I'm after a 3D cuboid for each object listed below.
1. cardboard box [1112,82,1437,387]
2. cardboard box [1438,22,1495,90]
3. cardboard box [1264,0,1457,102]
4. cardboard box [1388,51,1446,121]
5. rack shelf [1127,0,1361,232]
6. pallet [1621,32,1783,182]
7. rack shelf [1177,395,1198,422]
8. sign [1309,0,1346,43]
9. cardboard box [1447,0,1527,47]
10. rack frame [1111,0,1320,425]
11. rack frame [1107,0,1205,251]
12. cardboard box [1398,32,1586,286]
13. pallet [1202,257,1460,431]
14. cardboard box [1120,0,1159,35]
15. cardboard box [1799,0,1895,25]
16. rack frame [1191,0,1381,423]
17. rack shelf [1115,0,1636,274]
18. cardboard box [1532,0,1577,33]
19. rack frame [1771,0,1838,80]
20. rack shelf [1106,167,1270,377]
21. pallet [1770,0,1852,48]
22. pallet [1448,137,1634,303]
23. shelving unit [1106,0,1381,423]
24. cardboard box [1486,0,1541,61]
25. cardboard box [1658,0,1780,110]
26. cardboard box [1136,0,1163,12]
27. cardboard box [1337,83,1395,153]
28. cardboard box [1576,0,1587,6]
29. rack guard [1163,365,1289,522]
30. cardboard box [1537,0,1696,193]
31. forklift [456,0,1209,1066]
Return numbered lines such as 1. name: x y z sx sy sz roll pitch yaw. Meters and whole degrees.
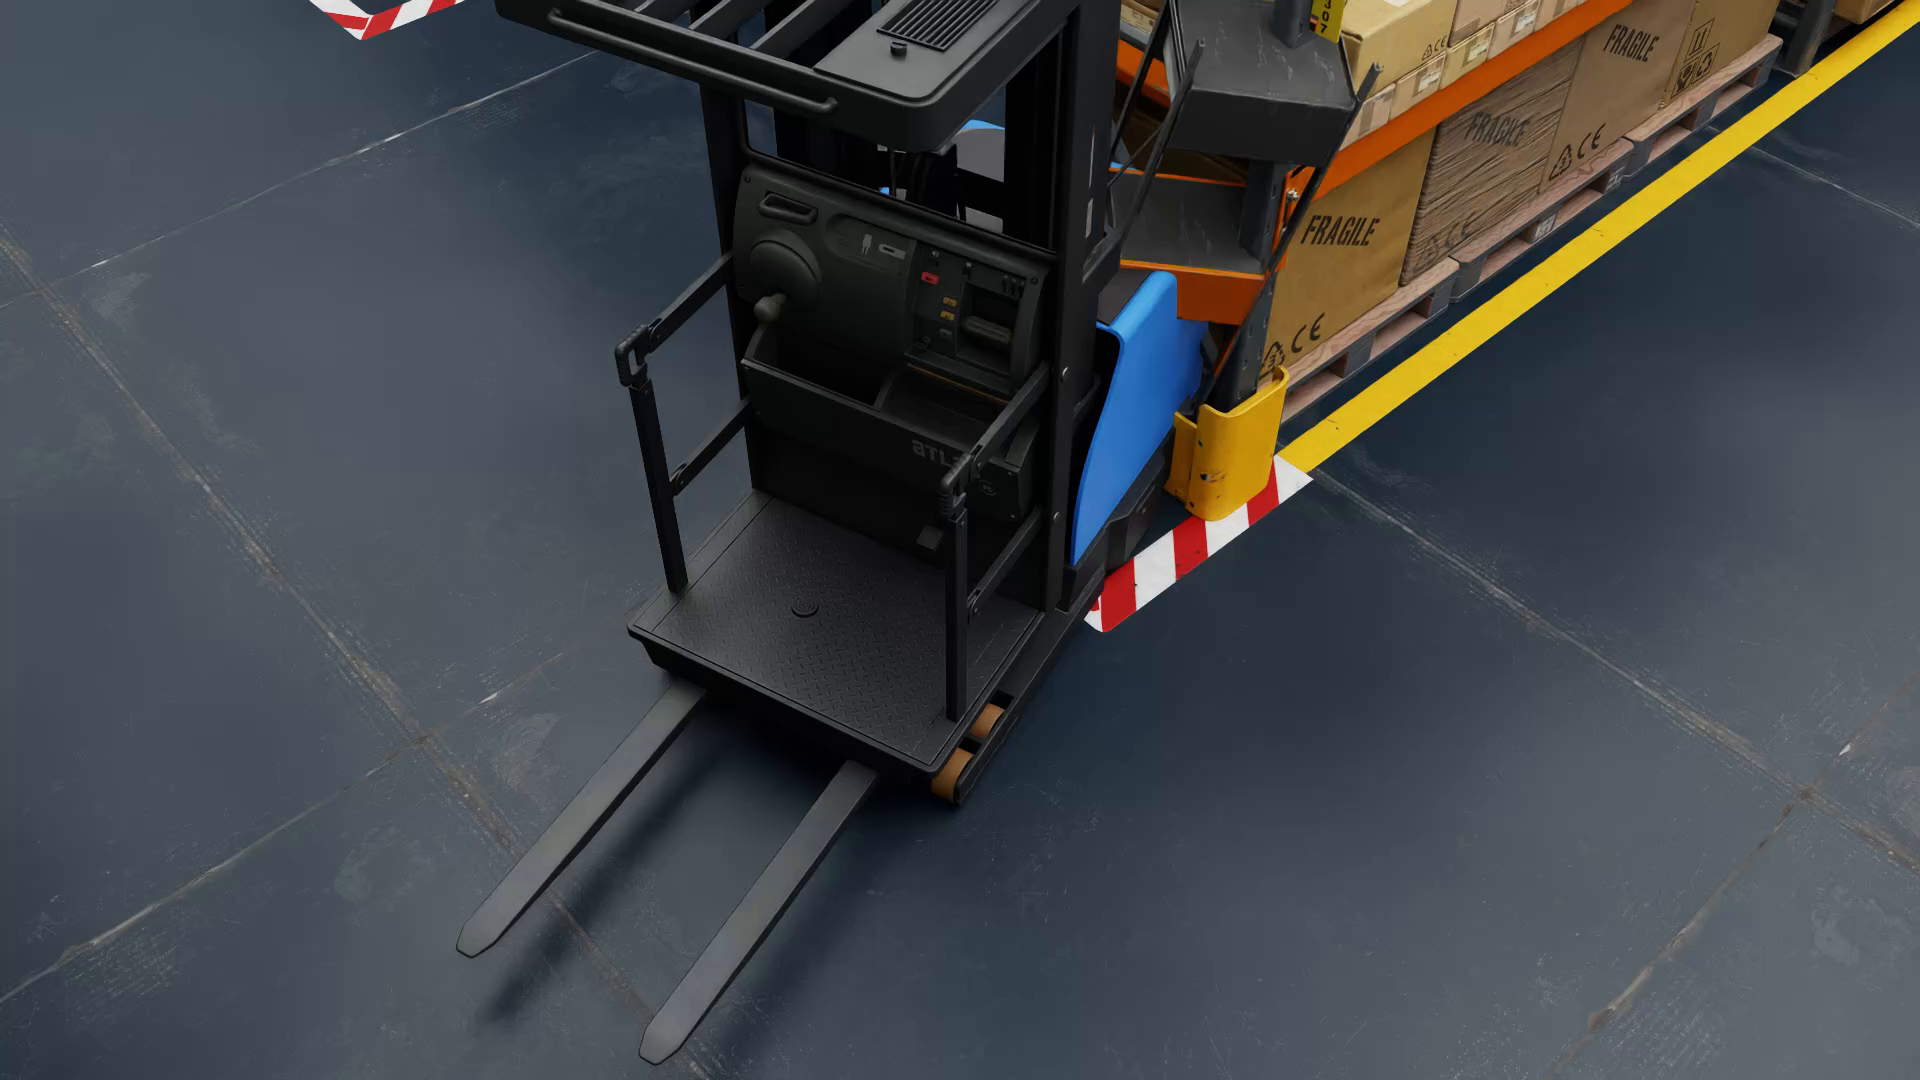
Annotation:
1. cardboard box: 1.047 -1.258 6.030 0.875 0.875 0.875 -34 56 -27
2. cardboard box: 1.490 -1.642 5.395 0.250 0.149 0.380 -35 56 -28
3. cardboard box: 1.164 -1.617 5.101 0.500 0.250 0.500 -35 56 -28
4. cardboard box: 1.301 -1.515 5.278 0.250 0.149 0.380 -35 56 -28
5. rack shelf: 0.790 -1.238 4.764 0.480 0.518 0.431 4 57 -11
6. pallet: 2.972 -2.175 7.613 1.213 0.211 1.003 -34 56 -27
7. rack shelf: 0.517 -0.496 5.920 0.480 0.518 0.431 4 57 -11
8. sign: 0.997 -1.492 4.443 0.005 0.325 0.100 -34 56 -27
9. cardboard box: 1.545 -1.877 5.341 0.500 0.250 0.500 -34 56 -28
10. rack frame: 0.628 -1.476 5.071 0.127 3.000 1.000 -34 56 -27
11. rack frame: 0.417 -0.893 5.286 0.015 2.100 0.400 4 57 -11
12. cardboard box: 1.721 -1.708 6.445 0.875 0.875 0.875 -34 56 -27
13. pallet: 1.167 -0.969 6.500 1.213 0.211 1.003 -34 56 -27
14. cardboard box: 0.670 -1.746 5.491 0.250 0.149 0.380 -33 55 -27
15. cardboard box: 4.047 -3.203 7.825 0.875 0.875 1.225 -34 56 -27
16. rack frame: 0.895 -0.855 5.375 0.015 2.100 0.400 4 57 -11
17. rack shelf: 2.107 -2.221 6.248 4.000 0.370 1.077 -34 56 -27
18. cardboard box: 1.871 -1.896 5.630 0.250 0.149 0.380 -35 56 -28
19. rack frame: 3.587 -3.454 6.896 0.127 3.000 1.000 -34 56 -27
20. rack shelf: 0.654 -0.867 5.342 0.480 0.518 0.431 4 57 -11
21. pallet: 4.107 -2.931 8.311 1.213 0.211 1.003 -34 56 -27
22. pallet: 2.069 -1.569 7.054 1.213 0.211 1.003 -34 56 -27
23. shelving unit: 0.656 -0.874 5.331 0.503 2.100 0.431 4 57 -11
24. cardboard box: 1.683 -1.771 5.514 0.250 0.149 0.380 -35 56 -28
25. cardboard box: 3.045 -2.593 7.262 0.875 0.875 0.875 -34 56 -27
26. cardboard box: 0.808 -1.910 5.371 0.500 0.250 0.500 -35 56 -28
27. cardboard box: 1.112 -1.387 5.160 0.250 0.149 0.380 -33 55 -27
28. cardboard box: 2.062 -2.024 5.748 0.250 0.149 0.380 -34 56 -27
29. rack guard: 0.610 -0.617 5.979 0.348 0.500 1.175 -34 56 -27
30. cardboard box: 2.379 -2.148 6.851 0.875 0.875 0.875 -34 56 -27
31. forklift: -0.309 -0.596 4.306 1.130 2.935 3.031 23 51 20
